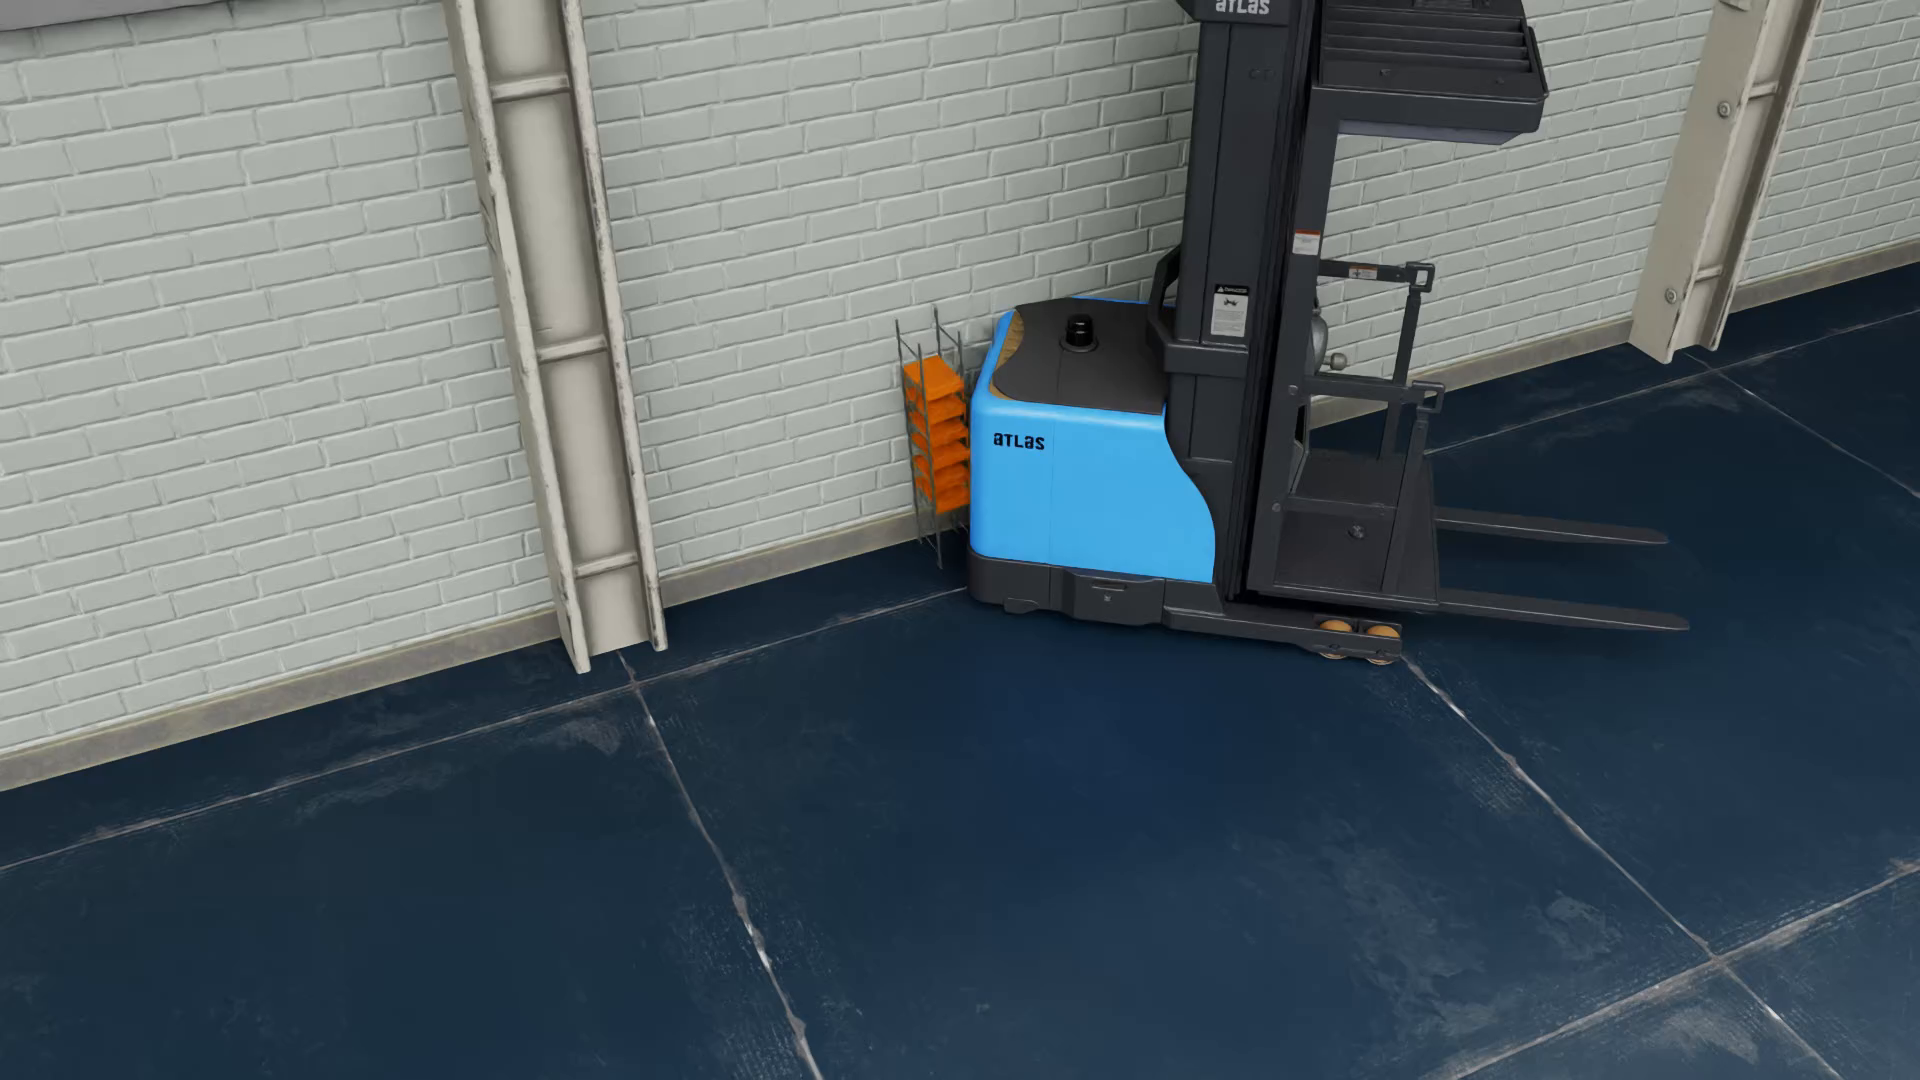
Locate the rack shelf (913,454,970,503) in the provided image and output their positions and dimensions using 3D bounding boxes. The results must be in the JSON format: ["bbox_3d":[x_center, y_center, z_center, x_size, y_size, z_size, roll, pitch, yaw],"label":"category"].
[{"bbox_3d":[-0.084,-0.299,7.410,0.180,0.103,0.258,-20,41,-18],"label":"rack shelf"}]

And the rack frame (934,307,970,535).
[{"bbox_3d":[-0.013,-0.457,7.336,0.006,1.200,0.240,-20,41,-18],"label":"rack frame"}]

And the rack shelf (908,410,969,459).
[{"bbox_3d":[-0.100,-0.486,7.260,0.180,0.103,0.258,-20,41,-18],"label":"rack shelf"}]

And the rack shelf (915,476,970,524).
[{"bbox_3d":[-0.075,-0.206,7.485,0.180,0.103,0.258,-20,41,-18],"label":"rack shelf"}]

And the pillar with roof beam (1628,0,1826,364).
[{"bbox_3d":[5.768,-2.380,3.405,0.400,9.000,9.100,-16,39,-20],"label":"pillar with roof beam"}]

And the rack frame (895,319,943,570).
[{"bbox_3d":[-0.176,-0.397,7.279,0.006,1.200,0.240,-20,41,-18],"label":"rack frame"}]

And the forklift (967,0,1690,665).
[{"bbox_3d":[1.598,-0.995,6.631,3.031,2.935,1.130,7,37,9],"label":"forklift"}]

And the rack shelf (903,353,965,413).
[{"bbox_3d":[-0.116,-0.673,7.111,0.180,0.103,0.258,-20,41,-18],"label":"rack shelf"}]

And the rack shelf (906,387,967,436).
[{"bbox_3d":[-0.108,-0.580,7.185,0.180,0.103,0.258,-20,41,-18],"label":"rack shelf"}]

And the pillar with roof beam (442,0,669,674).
[{"bbox_3d":[0.337,-0.862,1.358,0.400,9.000,9.100,-16,39,-20],"label":"pillar with roof beam"}]

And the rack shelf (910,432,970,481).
[{"bbox_3d":[-0.092,-0.393,7.335,0.180,0.103,0.258,-20,41,-18],"label":"rack shelf"}]

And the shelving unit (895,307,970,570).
[{"bbox_3d":[-0.095,-0.427,7.307,0.189,1.200,0.258,-20,41,-18],"label":"shelving unit"}]
